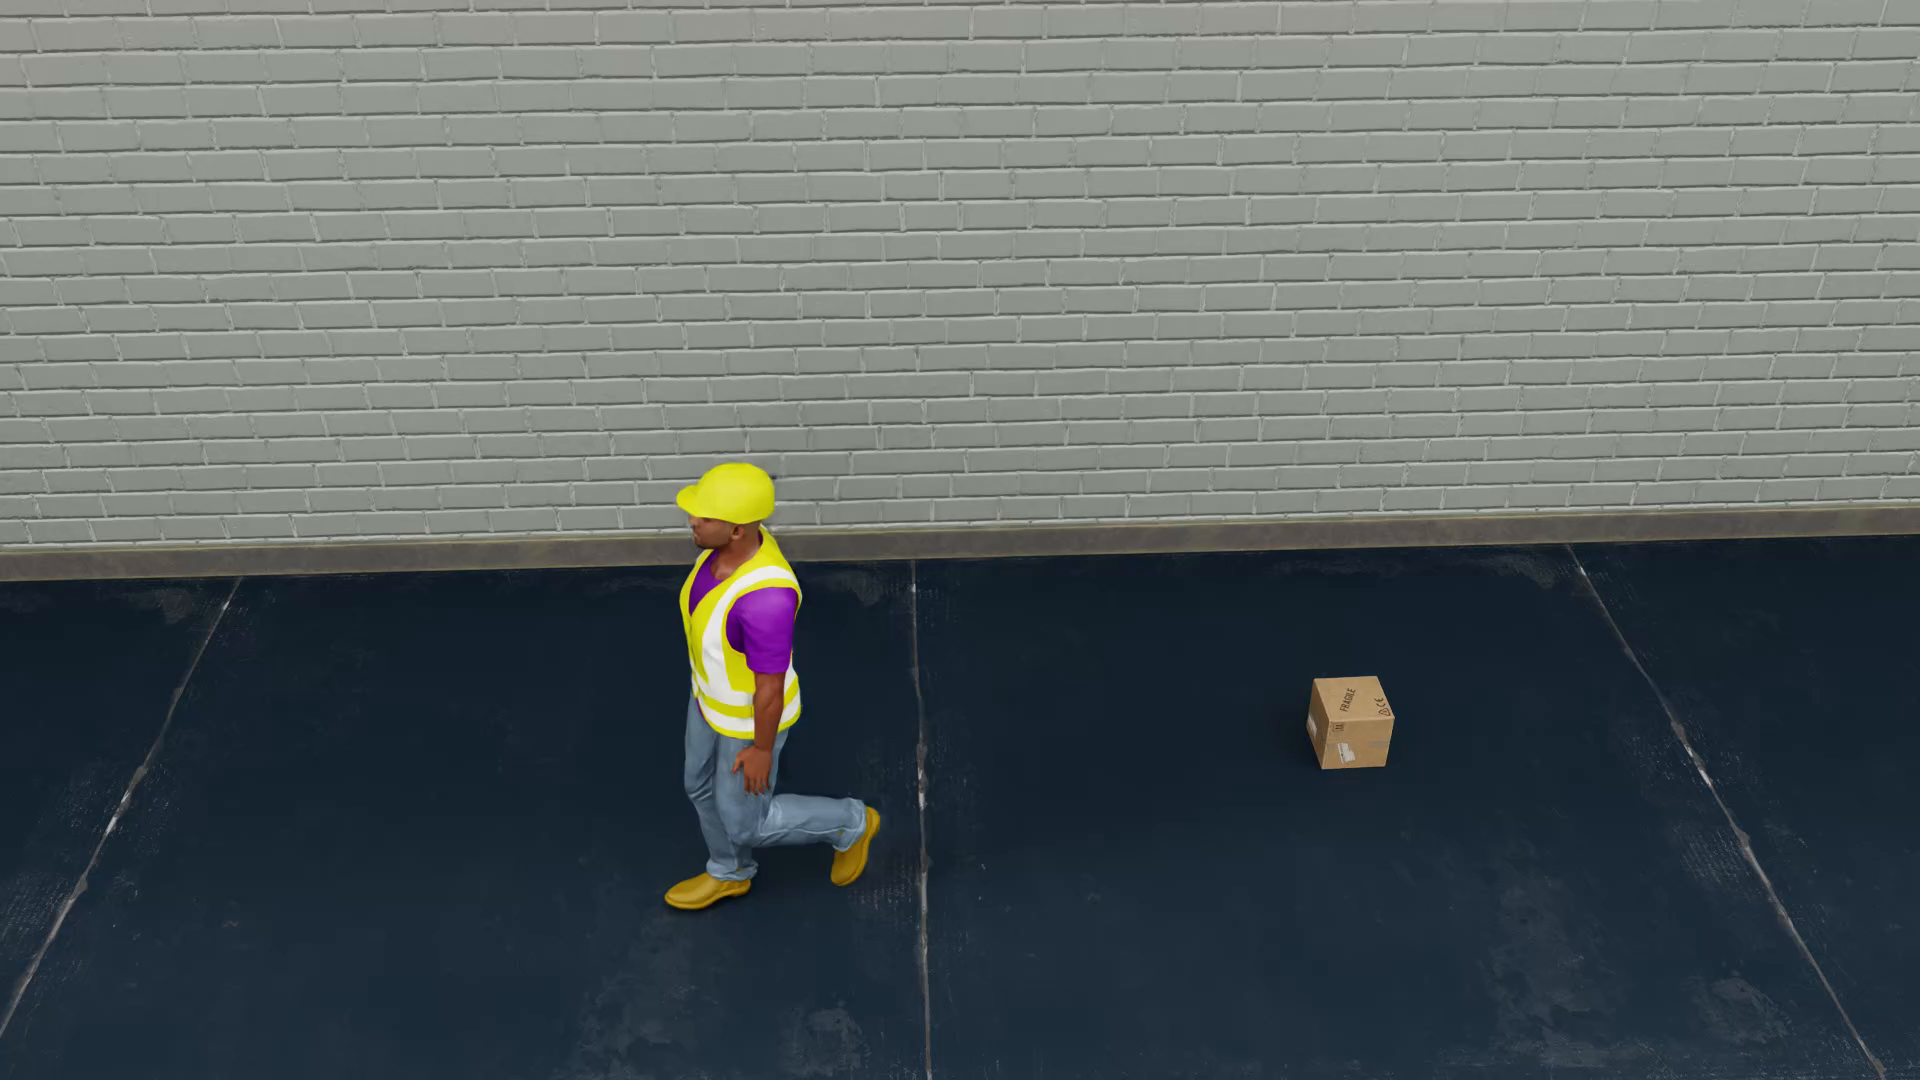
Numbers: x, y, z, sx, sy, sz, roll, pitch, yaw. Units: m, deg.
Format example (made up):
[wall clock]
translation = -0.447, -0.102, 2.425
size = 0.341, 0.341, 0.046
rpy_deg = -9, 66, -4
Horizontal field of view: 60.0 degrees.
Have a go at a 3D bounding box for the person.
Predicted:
[person]
translation = -0.661, 0.508, 5.366
size = 0.740, 1.747, 0.575
rpy_deg = -15, 38, -20
